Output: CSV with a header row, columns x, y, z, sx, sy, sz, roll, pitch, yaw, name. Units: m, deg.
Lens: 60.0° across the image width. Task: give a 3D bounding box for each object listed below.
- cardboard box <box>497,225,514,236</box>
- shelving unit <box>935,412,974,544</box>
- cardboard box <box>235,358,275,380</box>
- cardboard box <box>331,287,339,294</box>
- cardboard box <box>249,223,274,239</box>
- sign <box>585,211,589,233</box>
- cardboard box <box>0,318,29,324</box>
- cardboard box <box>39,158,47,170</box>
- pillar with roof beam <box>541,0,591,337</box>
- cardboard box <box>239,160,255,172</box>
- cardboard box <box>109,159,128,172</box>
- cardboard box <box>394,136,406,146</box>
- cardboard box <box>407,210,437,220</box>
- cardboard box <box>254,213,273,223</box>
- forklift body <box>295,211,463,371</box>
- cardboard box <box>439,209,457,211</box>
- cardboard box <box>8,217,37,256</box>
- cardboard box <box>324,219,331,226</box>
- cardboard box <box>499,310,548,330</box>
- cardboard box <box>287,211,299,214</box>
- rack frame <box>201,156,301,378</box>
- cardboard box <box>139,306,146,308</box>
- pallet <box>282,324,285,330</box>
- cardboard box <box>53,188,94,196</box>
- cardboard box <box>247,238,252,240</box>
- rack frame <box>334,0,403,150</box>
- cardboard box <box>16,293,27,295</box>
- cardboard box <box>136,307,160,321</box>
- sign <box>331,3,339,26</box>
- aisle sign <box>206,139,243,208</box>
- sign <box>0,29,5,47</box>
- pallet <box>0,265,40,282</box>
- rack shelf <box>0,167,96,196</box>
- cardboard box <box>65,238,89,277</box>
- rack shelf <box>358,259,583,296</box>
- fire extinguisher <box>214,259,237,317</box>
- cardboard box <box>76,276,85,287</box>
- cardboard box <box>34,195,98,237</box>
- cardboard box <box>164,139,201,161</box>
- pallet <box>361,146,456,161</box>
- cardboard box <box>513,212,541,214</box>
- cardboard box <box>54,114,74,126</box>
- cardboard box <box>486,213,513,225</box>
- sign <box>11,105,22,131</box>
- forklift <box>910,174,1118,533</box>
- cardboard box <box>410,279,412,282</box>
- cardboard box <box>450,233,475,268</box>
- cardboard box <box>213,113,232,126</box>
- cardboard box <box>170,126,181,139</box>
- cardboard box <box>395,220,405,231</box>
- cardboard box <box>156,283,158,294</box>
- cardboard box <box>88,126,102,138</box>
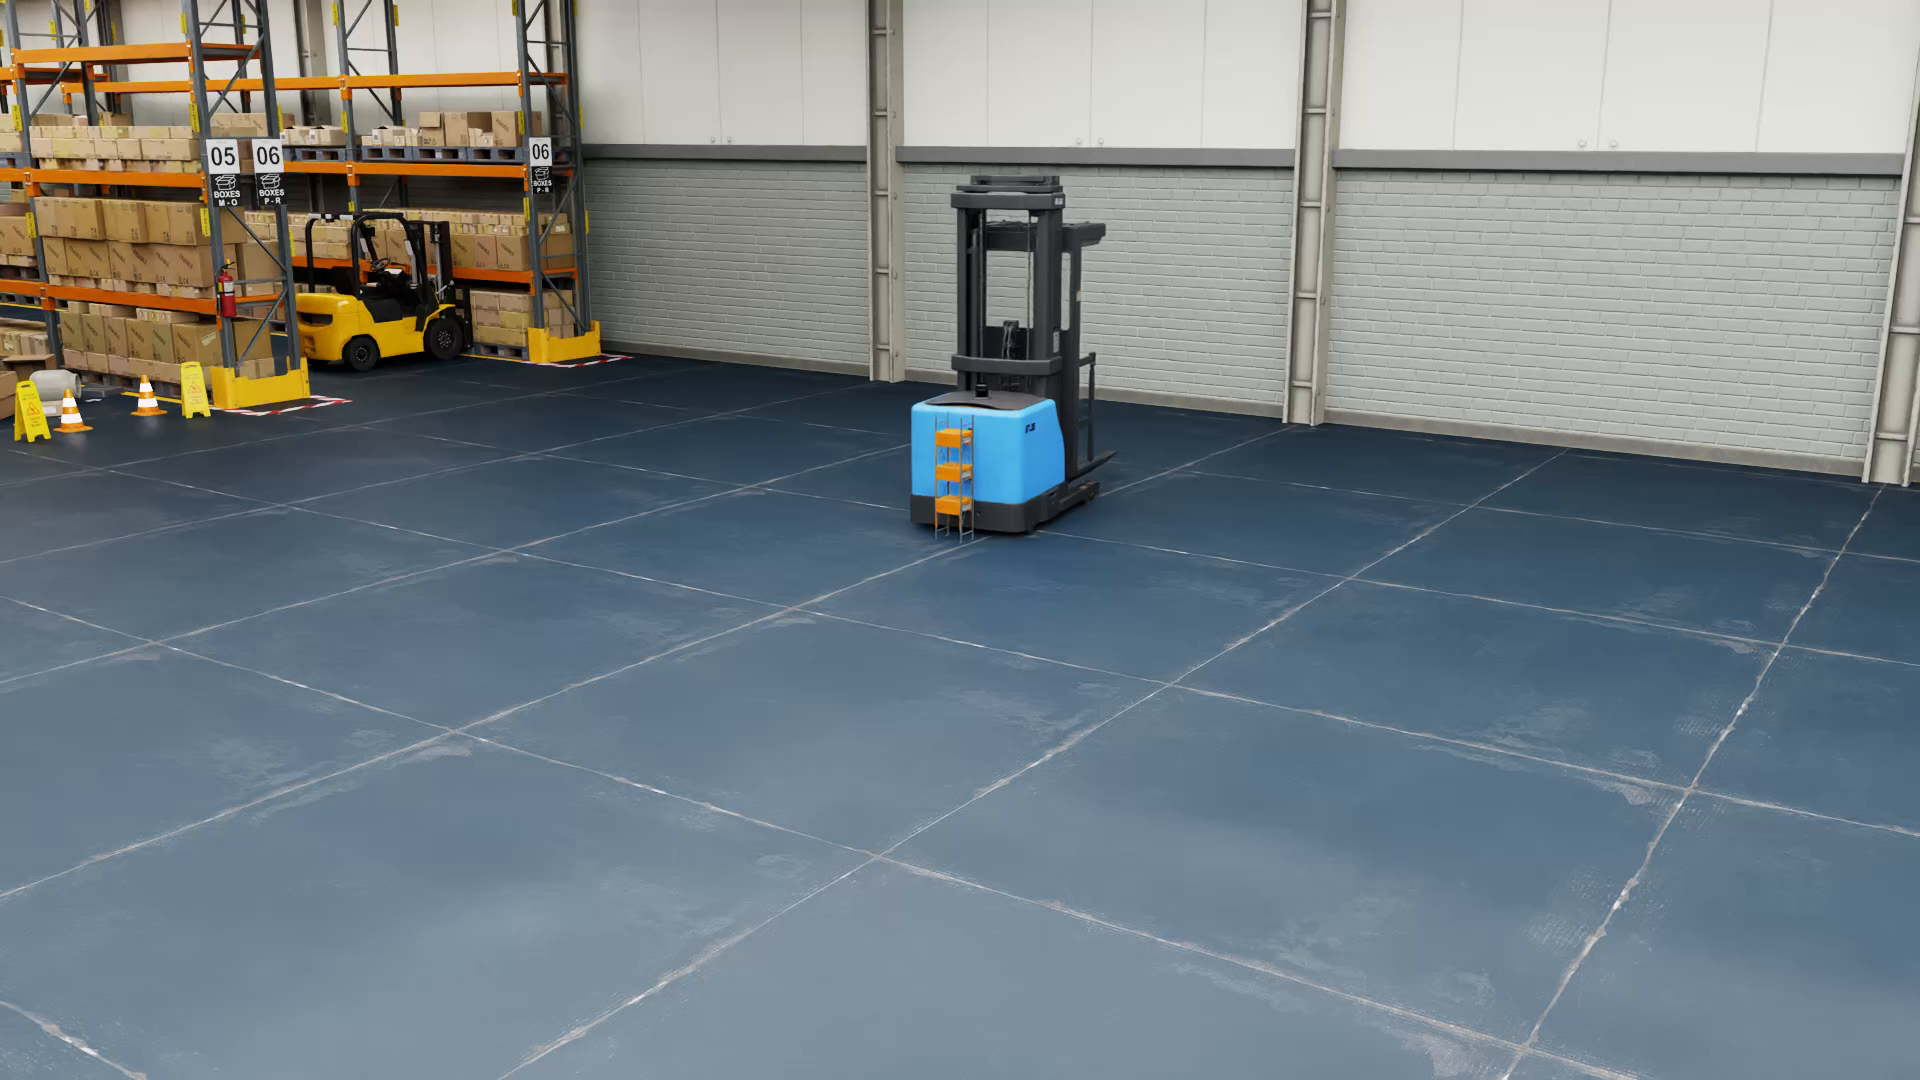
x,y,z,sx,sy,sz,roll,pitch,yaw,name
-6.558,-4.545,24.385,0.250,0.149,0.380,9,17,34,cardboard box
-0.046,-0.515,13.719,0.252,1.050,0.215,9,16,31,shelving unit
-9.167,-2.205,21.338,0.500,0.250,0.500,9,17,32,cardboard box
-9.643,-3.818,27.074,0.625,0.625,0.875,10,17,35,cardboard box
-11.452,-5.156,27.683,0.500,0.250,0.500,9,16,31,cardboard box
-5.570,-4.732,24.729,0.005,0.325,0.100,9,17,33,sign
-14.210,-2.999,24.290,0.625,0.372,0.950,9,16,32,cardboard box
-11.848,-4.952,21.865,0.250,0.149,0.380,9,16,32,cardboard box
-8.362,-6.490,21.313,0.400,9.000,9.100,9,17,33,pillar with roof beam
-8.746,-4.616,20.509,0.250,0.149,0.380,9,17,33,cardboard box
-10.404,-4.696,20.832,0.250,0.149,0.380,9,16,32,cardboard box
-8.364,-6.062,25.268,0.250,0.149,0.380,10,17,34,cardboard box
-8.234,-4.972,25.487,0.250,0.149,0.380,9,16,32,cardboard box
-11.524,-5.373,27.727,0.250,0.149,0.380,9,17,33,cardboard box
-8.477,-3.642,24.058,1.214,2.155,2.313,9,17,33,forklift body
-7.912,-5.090,25.966,0.250,0.149,0.380,9,16,32,cardboard box
-12.483,-4.122,22.532,0.500,0.500,0.500,9,16,32,cardboard box
-10.009,-5.139,26.782,0.250,0.149,0.380,9,17,33,cardboard box
-6.463,-3.278,24.630,0.500,0.250,0.500,9,16,32,cardboard box
-11.264,-5.467,28.107,0.250,0.149,0.380,9,17,32,cardboard box
-8.652,-3.173,20.398,0.127,3.000,1.000,9,17,33,rack frame
-11.331,-2.917,22.651,0.500,0.500,0.500,9,16,32,cardboard box
-11.862,-3.764,28.590,1.213,0.211,1.003,9,17,33,pallet
-16.929,-6.461,31.813,0.500,0.500,0.500,9,16,31,cardboard box
-11.877,-4.986,28.037,0.500,0.250,0.500,9,16,32,cardboard box
-9.204,-7.612,25.844,0.127,3.000,1.000,9,17,33,rack frame
-18.019,-5.076,32.414,0.500,0.500,0.700,10,17,35,cardboard box
-10.229,-2.882,21.162,0.250,0.149,0.380,10,17,35,cardboard box
-9.497,-7.994,25.279,0.005,0.325,0.100,9,17,33,sign
-8.763,-4.369,19.819,0.004,0.787,0.394,9,17,33,aisle sign
-18.835,-9.859,32.650,0.005,0.325,0.100,9,17,33,sign
-12.524,-3.748,23.119,1.213,0.211,1.003,9,17,33,pallet
-13.631,-5.084,23.375,4.000,0.370,1.077,9,17,33,rack shelf
-11.332,-3.725,21.801,0.500,0.500,0.500,9,17,33,cardboard box
-7.545,-4.082,25.568,4.000,0.370,1.077,9,17,33,rack shelf
-8.814,-3.028,19.974,0.183,0.674,0.296,9,17,33,fire extinguisher
-11.413,-3.428,21.952,0.250,0.149,0.380,9,17,33,cardboard box
-11.727,-4.285,21.984,0.500,0.500,0.700,9,17,32,cardboard box
-9.227,-4.715,20.080,0.500,0.250,0.500,9,16,32,cardboard box
-8.482,-6.003,25.774,1.213,0.211,1.003,9,17,33,pallet
-6.470,-4.833,24.927,0.250,0.149,0.380,10,17,34,cardboard box
-12.652,-5.762,23.014,0.500,0.250,0.500,9,16,32,cardboard box
-6.754,-4.733,24.525,0.250,0.149,0.380,10,17,34,cardboard box
-12.278,-5.496,21.646,0.005,0.325,0.100,9,17,33,sign
0.638,-1.790,14.954,1.130,2.935,3.031,6,15,23,forklift
-8.688,-4.027,26.614,0.500,0.250,0.500,10,17,34,cardboard box
-7.291,-4.365,25.007,0.500,0.500,0.500,9,16,32,cardboard box
-12.058,-6.847,27.709,0.500,0.500,0.500,9,17,33,cardboard box
-9.290,-4.923,20.088,0.250,0.149,0.380,10,17,34,cardboard box
-8.476,-4.856,25.640,0.250,0.149,0.380,10,17,34,cardboard box
-9.919,-3.200,21.030,0.250,0.149,0.380,9,17,34,cardboard box
-10.781,-5.159,21.044,0.250,0.149,0.380,9,16,32,cardboard box
